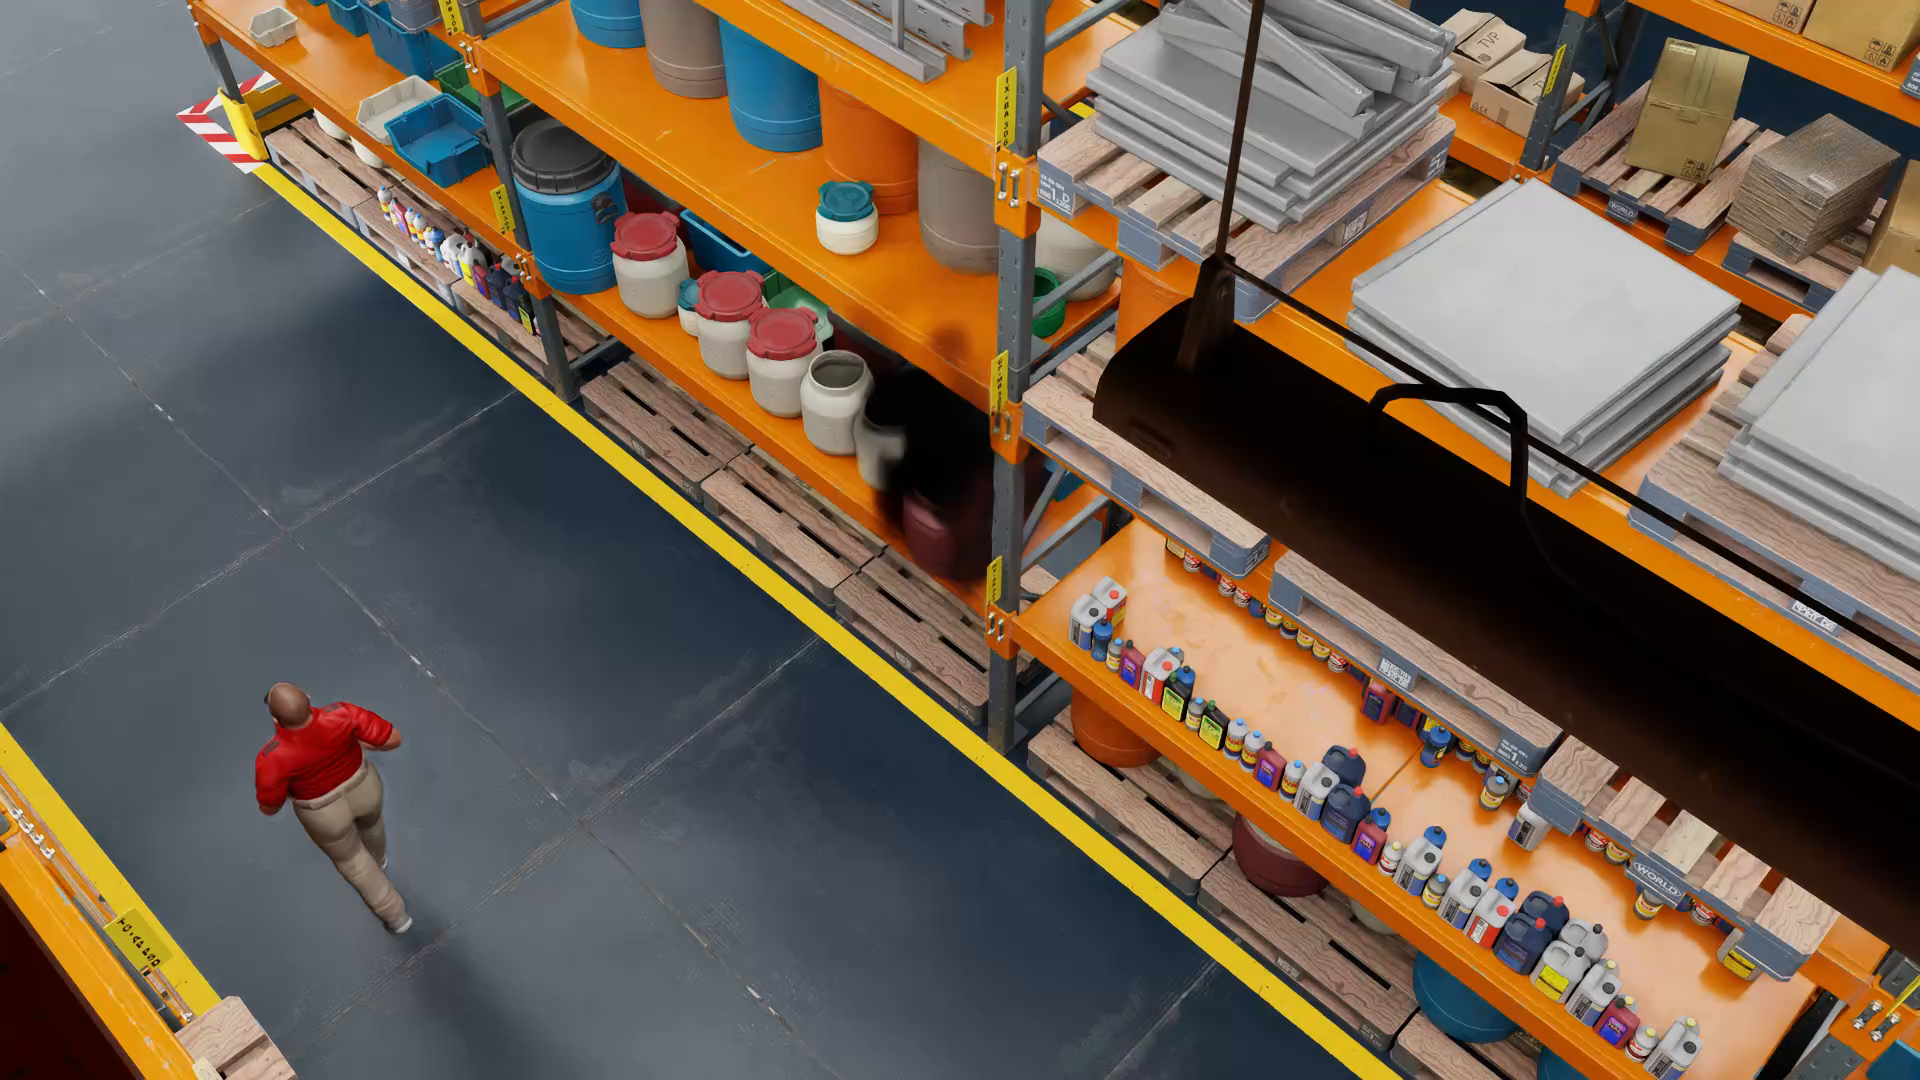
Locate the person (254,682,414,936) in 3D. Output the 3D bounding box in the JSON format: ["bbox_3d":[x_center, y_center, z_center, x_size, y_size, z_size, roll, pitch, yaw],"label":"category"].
[{"bbox_3d":[-2.938,1.222,7.889,0.758,1.775,0.666,37,59,27],"label":"person"}]
